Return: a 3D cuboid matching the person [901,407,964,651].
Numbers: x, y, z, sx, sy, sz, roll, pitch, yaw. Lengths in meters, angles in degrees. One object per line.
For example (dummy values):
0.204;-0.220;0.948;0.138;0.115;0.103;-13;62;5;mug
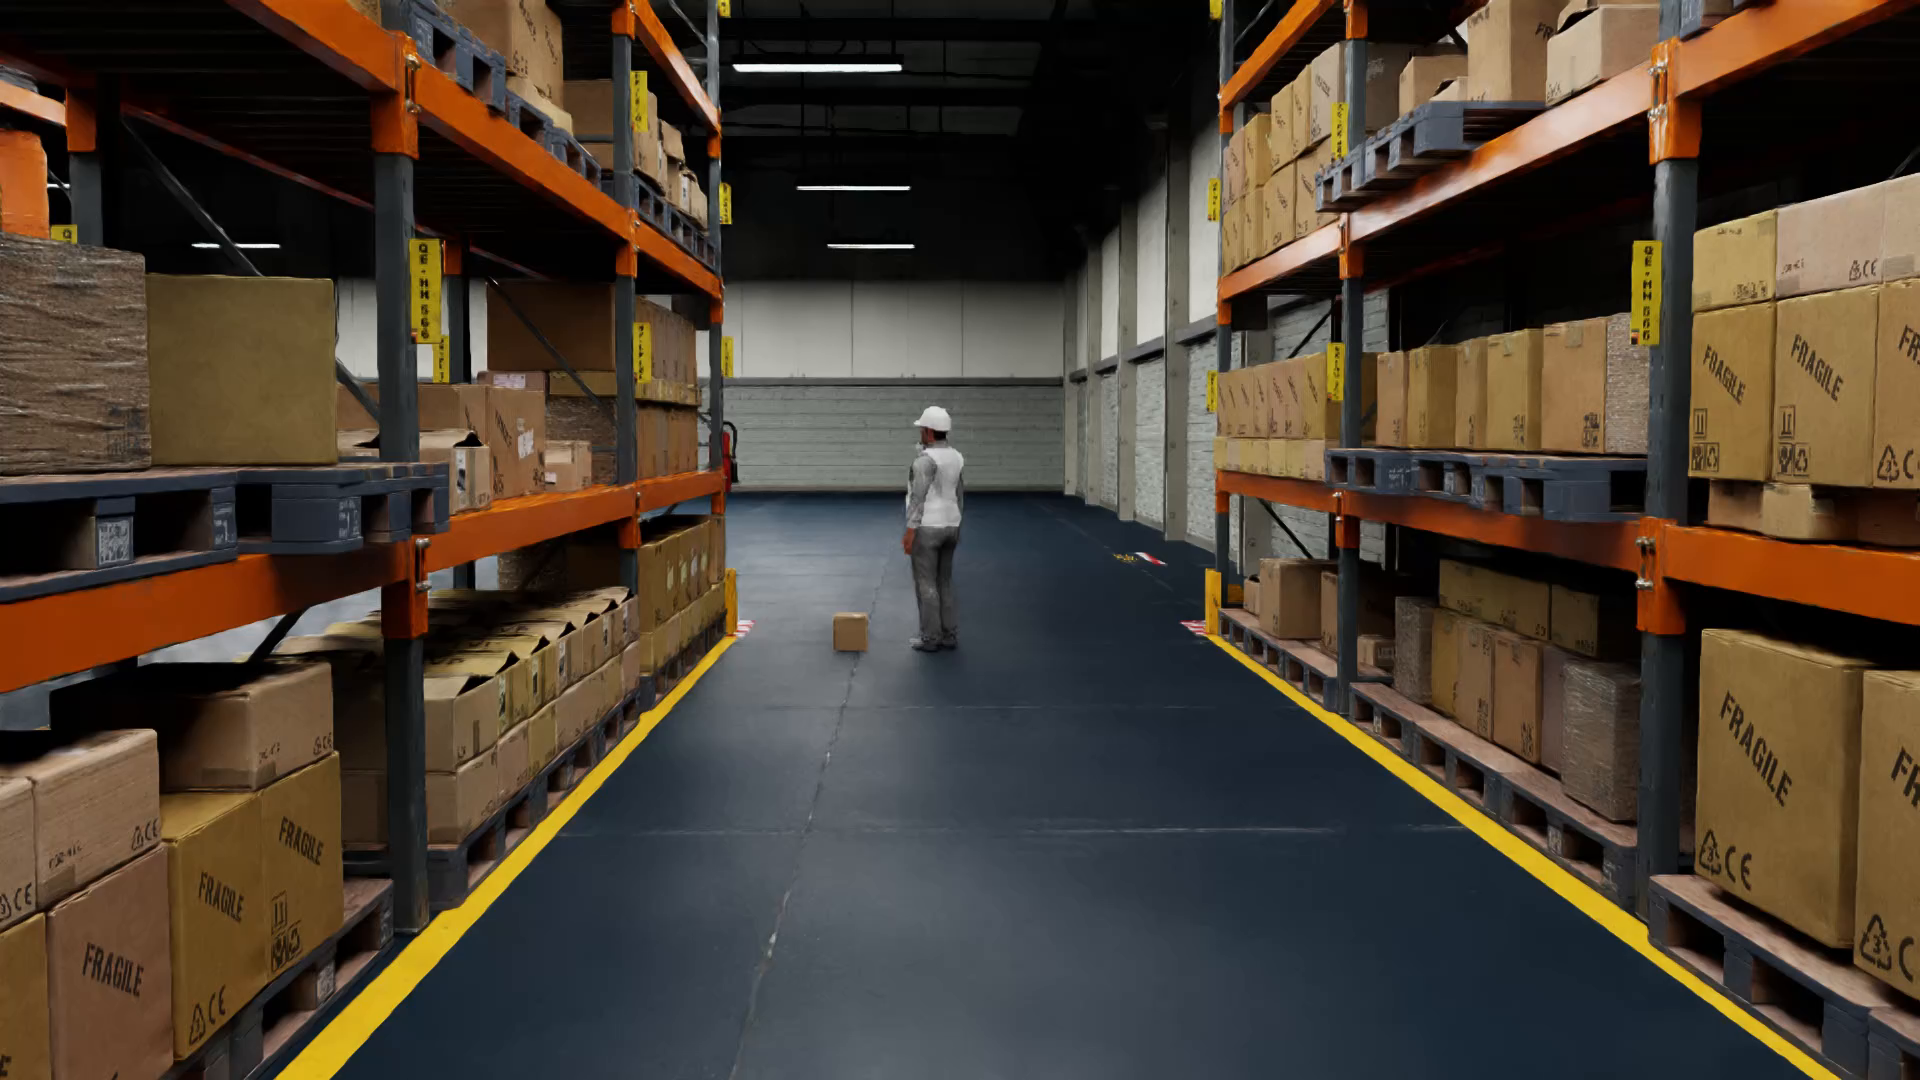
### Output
-0.201;-0.086;12.217;0.403;1.779;0.658;3;5;35;person
